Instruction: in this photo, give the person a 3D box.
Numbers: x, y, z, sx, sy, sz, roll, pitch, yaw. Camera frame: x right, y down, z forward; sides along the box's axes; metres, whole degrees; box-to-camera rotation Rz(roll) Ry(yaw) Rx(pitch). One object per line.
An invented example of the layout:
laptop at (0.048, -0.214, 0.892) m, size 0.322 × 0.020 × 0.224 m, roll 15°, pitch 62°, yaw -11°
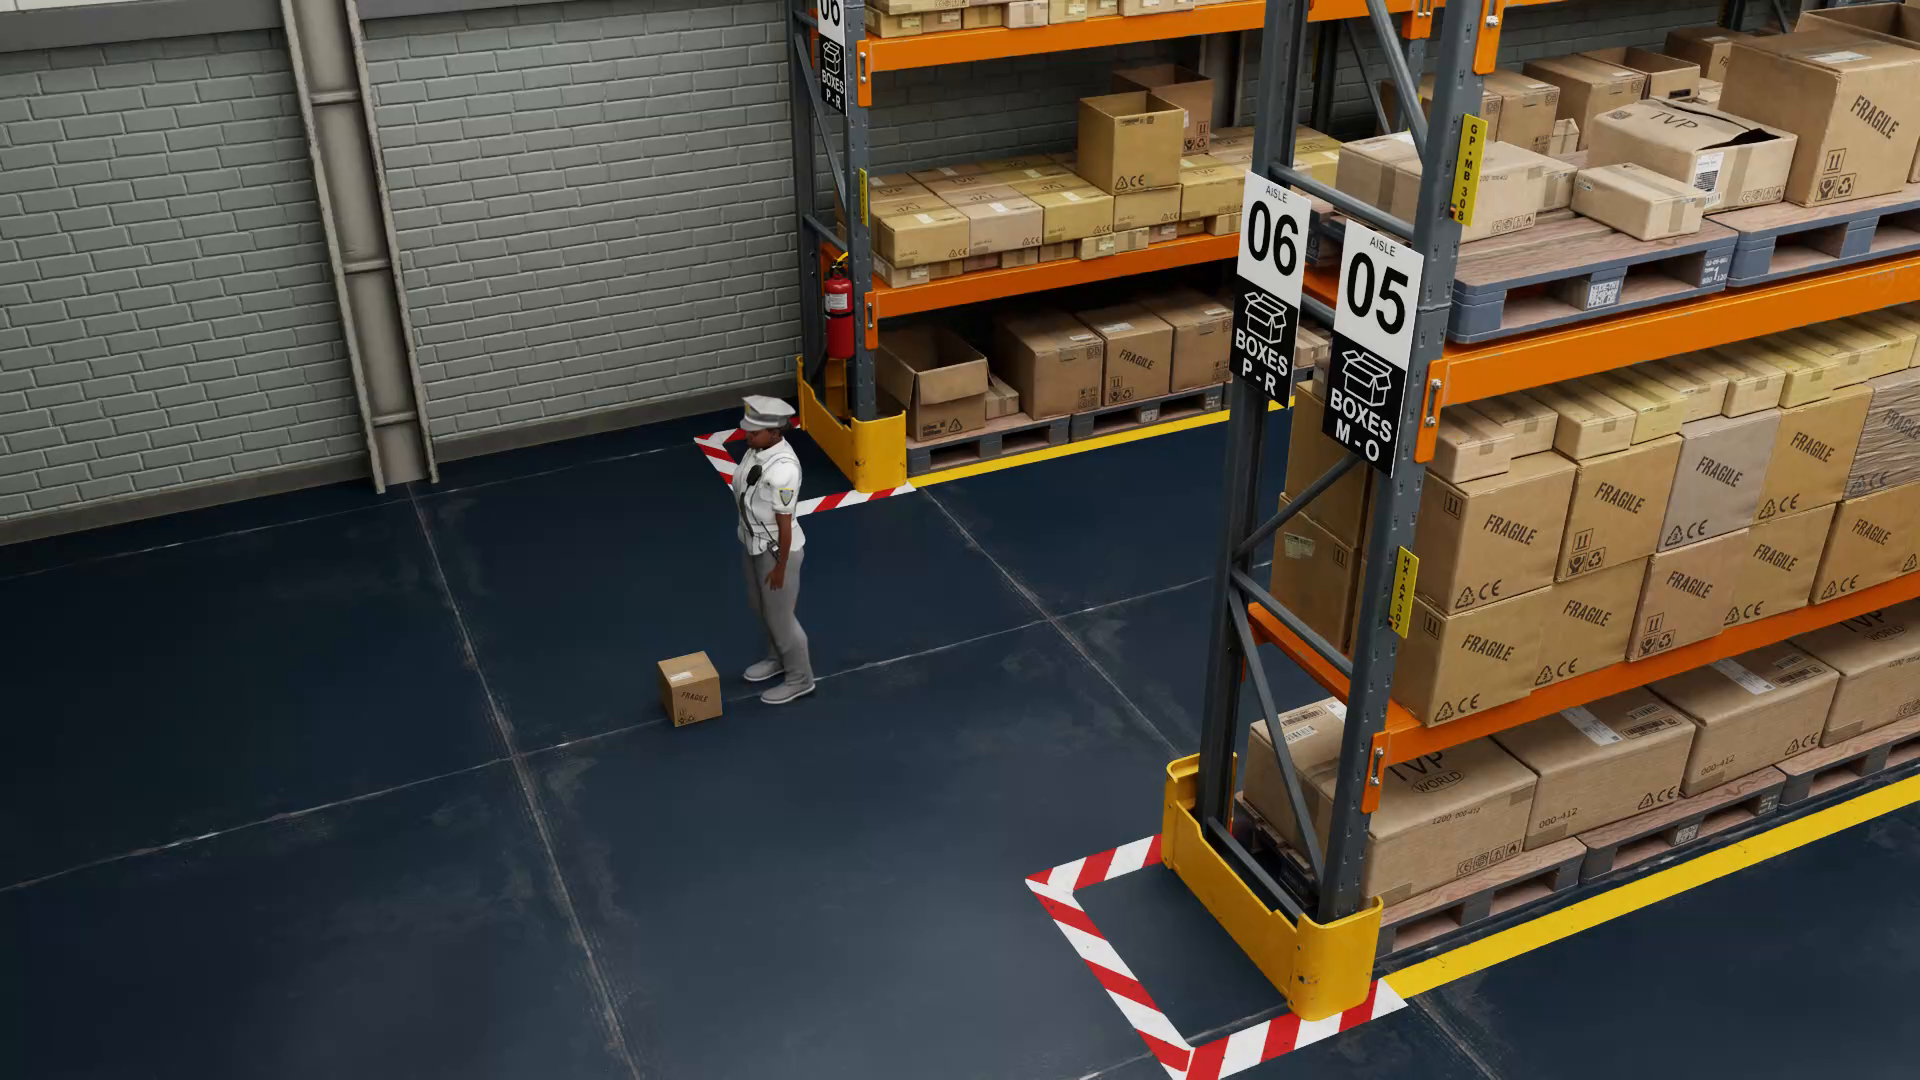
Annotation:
person at (-0.951, 0.049, 8.352) m, size 0.341 × 1.675 × 0.435 m, roll -12°, pitch 32°, yaw -21°
